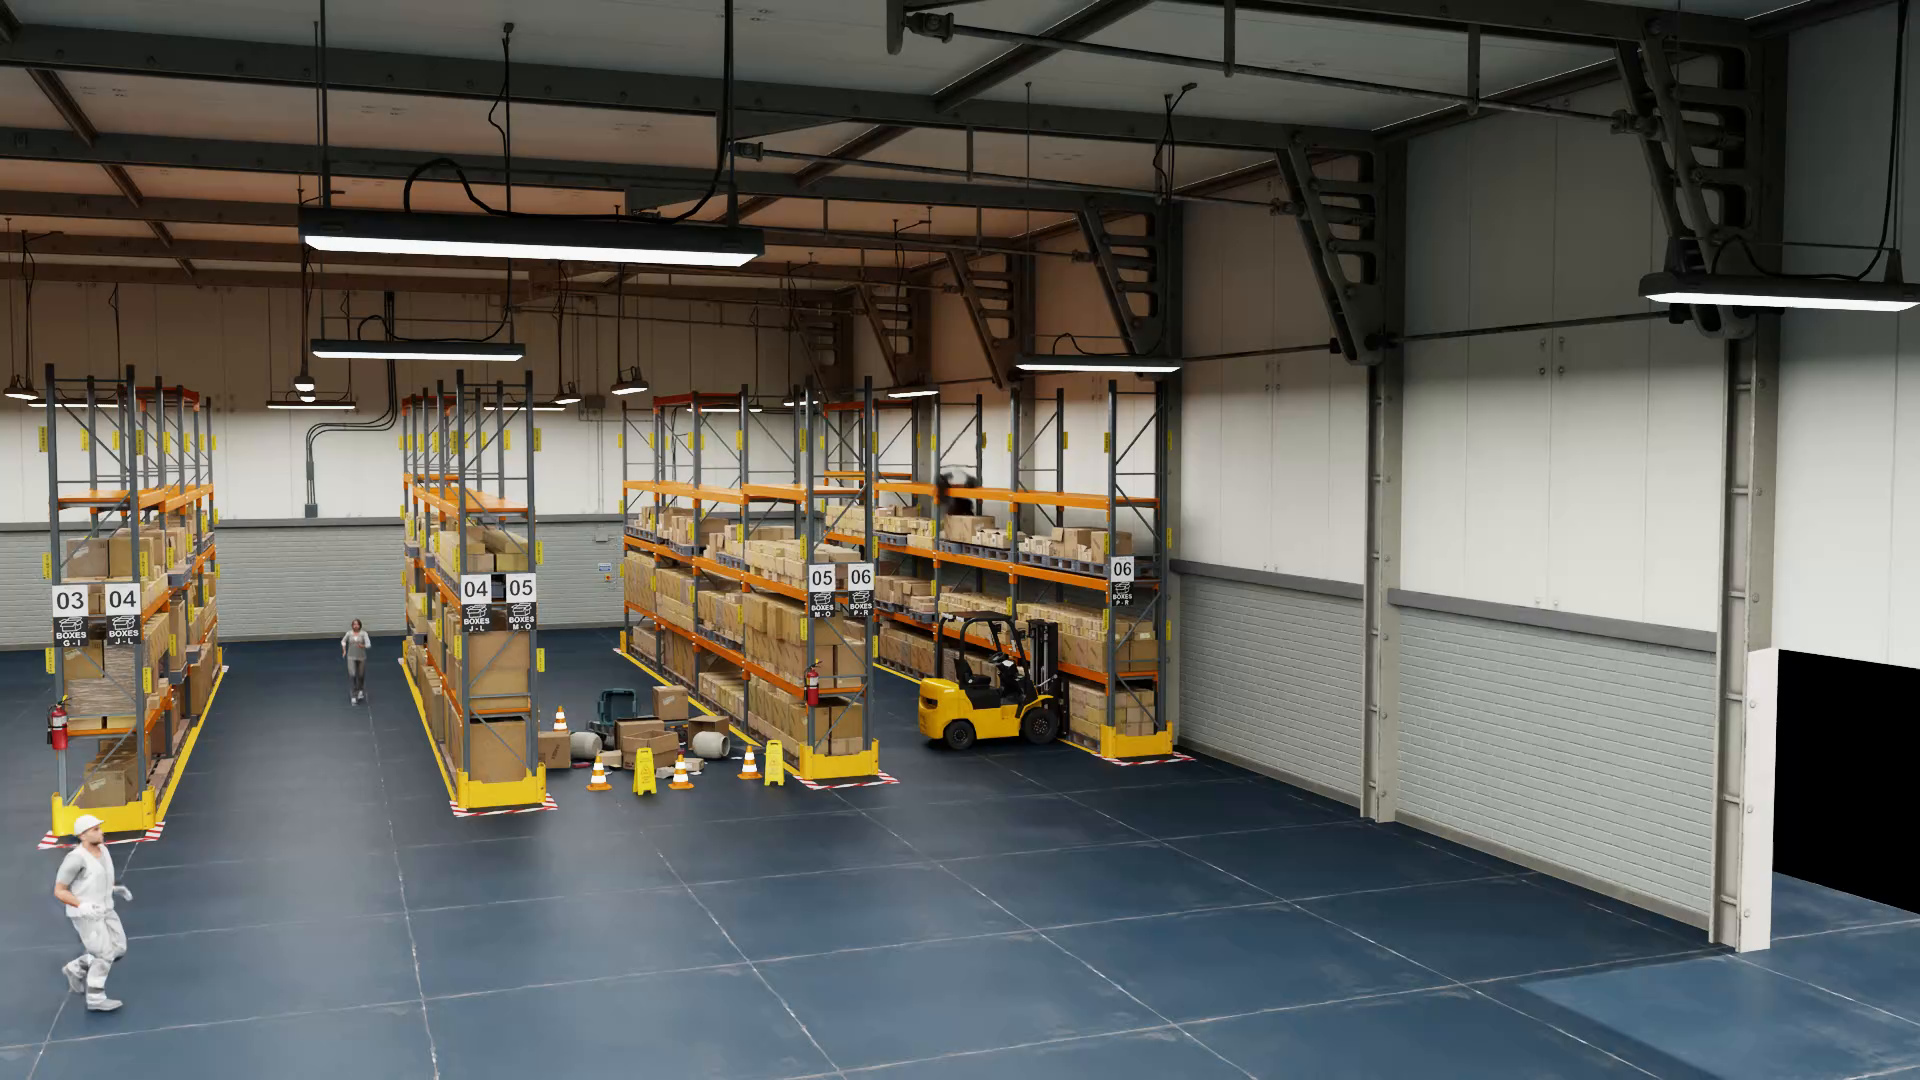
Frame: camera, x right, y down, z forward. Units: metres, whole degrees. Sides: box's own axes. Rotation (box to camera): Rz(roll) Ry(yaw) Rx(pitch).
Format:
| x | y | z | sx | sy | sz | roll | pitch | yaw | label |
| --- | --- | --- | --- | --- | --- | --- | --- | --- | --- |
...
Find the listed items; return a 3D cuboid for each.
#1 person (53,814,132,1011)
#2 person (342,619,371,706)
| x | y | z | sx | sy | sz | roll | pitch | yaw | label |
| --- | --- | --- | --- | --- | --- | --- | --- | --- | --- |
| -7.666 | 3.275 | 14.615 | 0.612 | 1.741 | 0.643 | 0 | 3 | 6 | person |
| -11.598 | 2.319 | 31.961 | 0.518 | 1.627 | 0.785 | -1 | 4 | -22 | person |
